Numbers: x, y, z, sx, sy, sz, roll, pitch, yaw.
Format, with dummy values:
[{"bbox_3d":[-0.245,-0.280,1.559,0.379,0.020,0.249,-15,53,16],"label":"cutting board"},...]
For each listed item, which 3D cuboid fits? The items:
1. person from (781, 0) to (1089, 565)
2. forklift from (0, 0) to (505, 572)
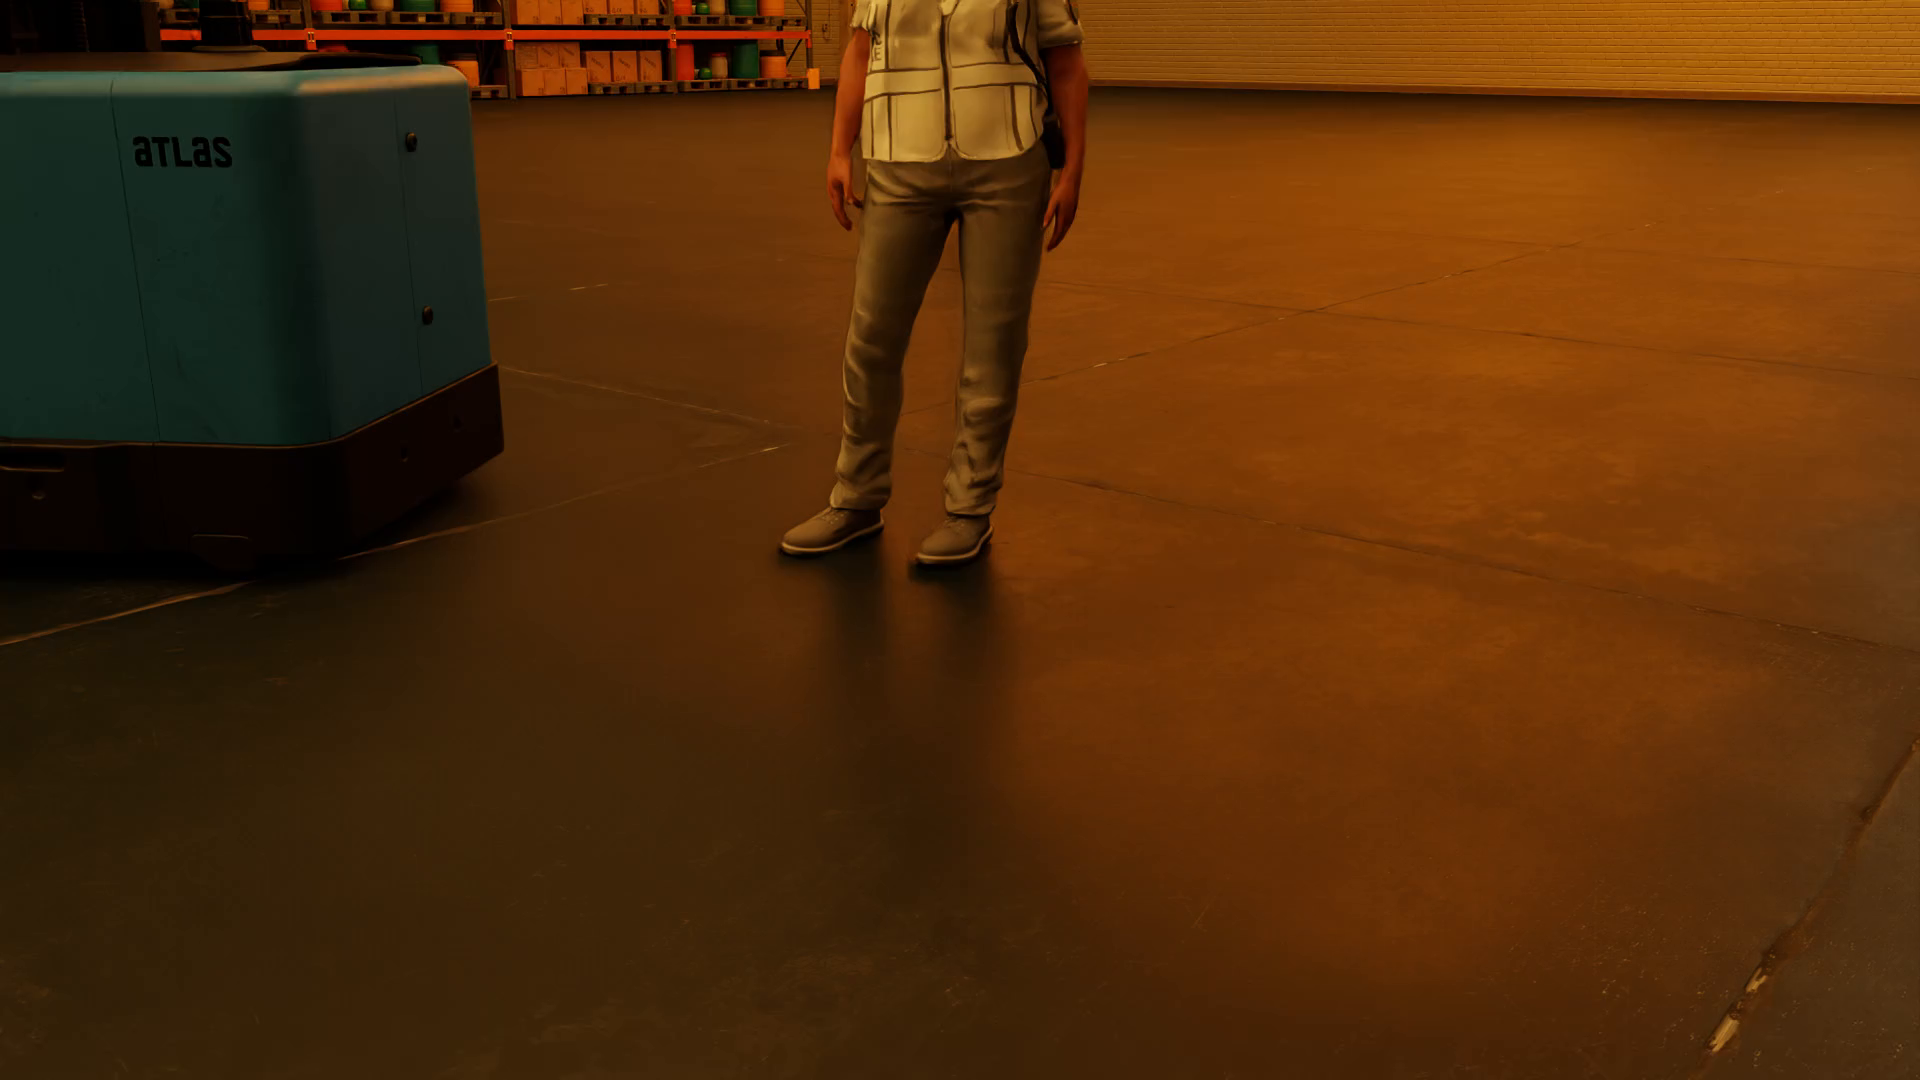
[{"bbox_3d":[-0.065,-0.787,3.669,0.682,1.670,0.417,2,17,6],"label":"person"},{"bbox_3d":[-2.785,-1.500,3.838,3.031,2.935,1.130,2,17,7],"label":"forklift"}]
